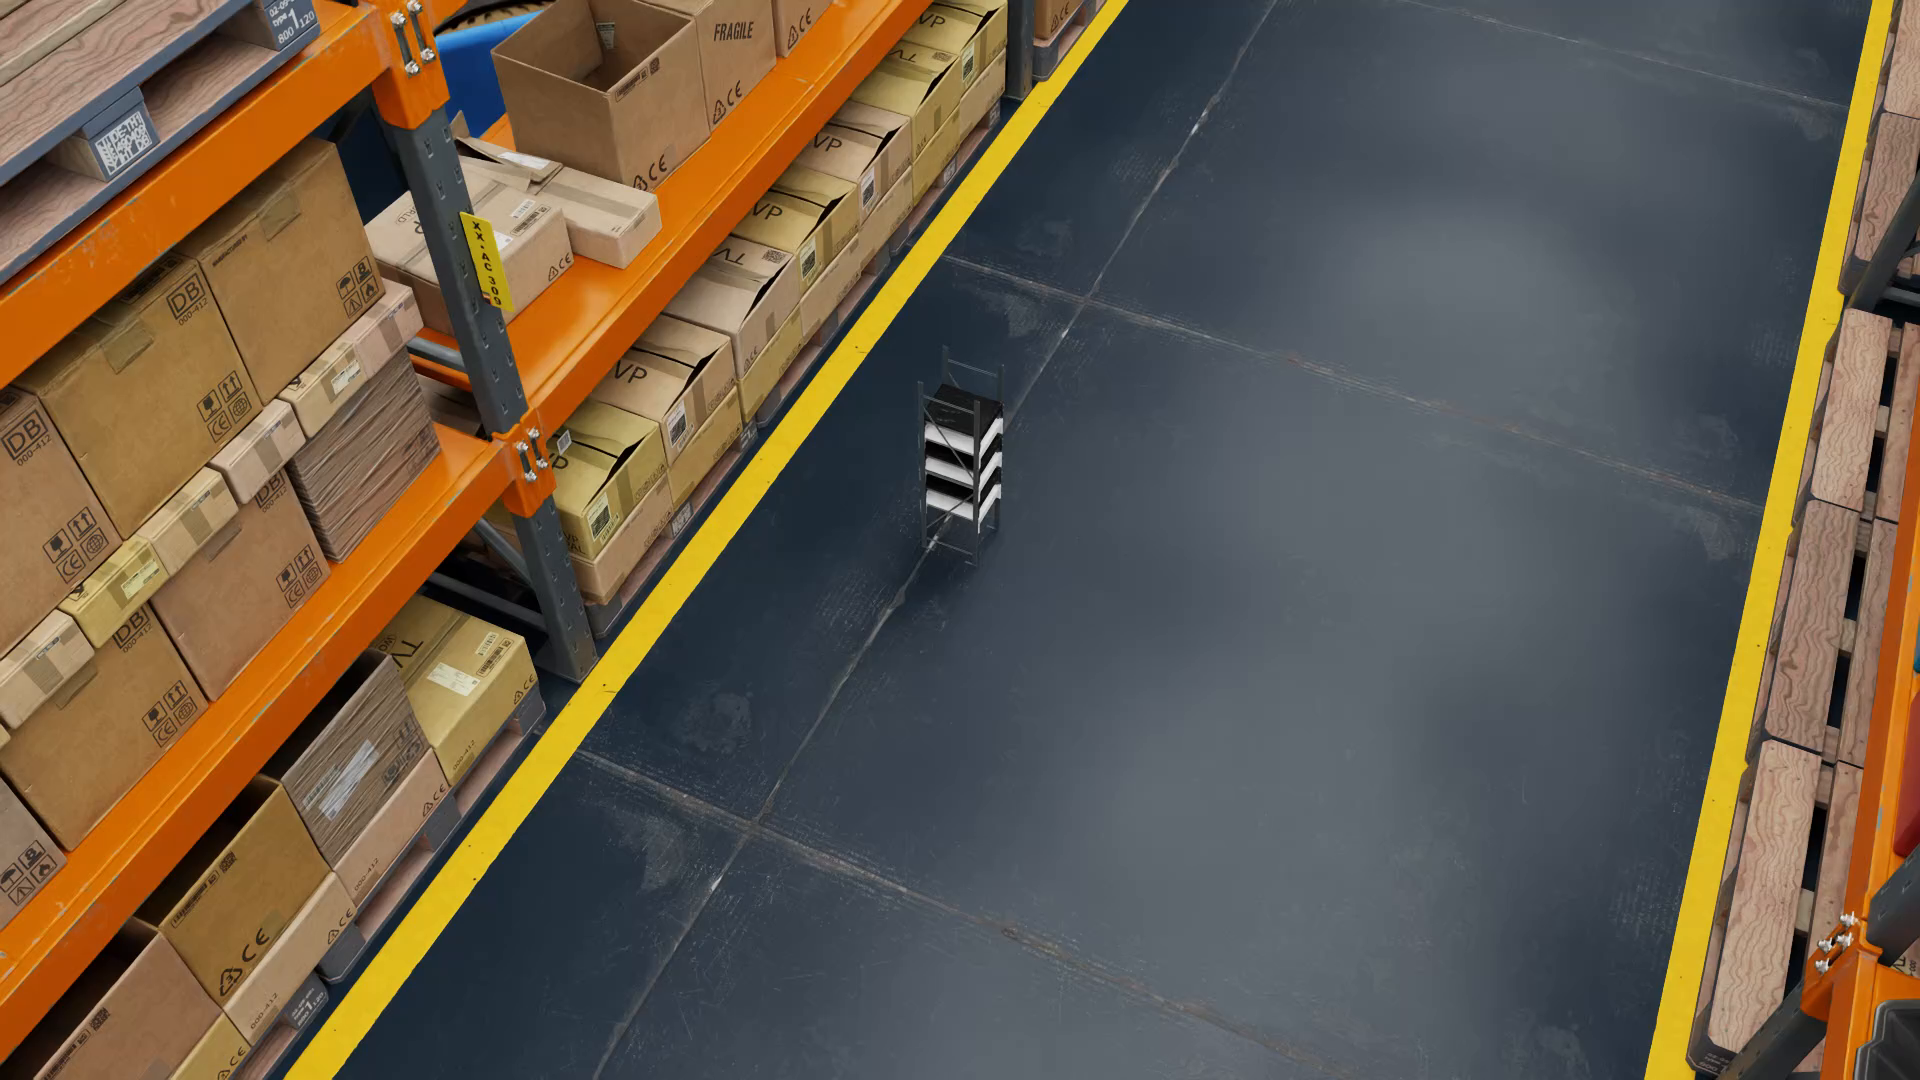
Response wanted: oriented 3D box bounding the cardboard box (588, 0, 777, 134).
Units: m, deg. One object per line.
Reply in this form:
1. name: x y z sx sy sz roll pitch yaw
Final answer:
1. cardboard box: -1.036 -1.908 6.153 0.500 0.500 0.500 20 52 16

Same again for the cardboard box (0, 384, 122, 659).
1. cardboard box: -2.431 -0.096 3.760 0.700 0.500 0.500 20 52 16

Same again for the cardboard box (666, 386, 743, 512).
1. cardboard box: -1.202 -0.438 6.498 0.500 0.250 0.500 21 53 17

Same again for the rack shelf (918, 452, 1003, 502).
1. rack shelf: 0.003 -0.276 6.253 0.258 0.077 0.200 20 52 16

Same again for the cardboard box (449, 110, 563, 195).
1. cardboard box: -1.608 -1.266 5.761 0.396 0.266 0.258 19 52 15

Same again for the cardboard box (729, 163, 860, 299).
1. cardboard box: -0.760 -1.334 6.892 0.500 0.311 0.500 21 53 17

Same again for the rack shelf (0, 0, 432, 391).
1. rack shelf: -2.672 -0.006 3.103 1.077 0.370 4.000 20 52 16

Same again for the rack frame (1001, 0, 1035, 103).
1. rack frame: -0.109 -3.399 7.487 1.000 3.000 0.127 20 52 16

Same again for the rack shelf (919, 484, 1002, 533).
1. rack shelf: 0.003 -0.159 6.390 0.258 0.077 0.200 20 52 16

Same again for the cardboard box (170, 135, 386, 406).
1. cardboard box: -2.002 -0.789 4.350 0.700 0.500 0.500 20 52 16

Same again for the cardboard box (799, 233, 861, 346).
1. cardboard box: -0.765 -1.145 7.100 0.500 0.250 0.500 21 53 17

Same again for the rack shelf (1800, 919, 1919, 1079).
1. rack shelf: 1.805 2.580 2.872 1.077 0.370 4.000 20 52 16

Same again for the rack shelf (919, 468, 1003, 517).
1. rack shelf: 0.003 -0.217 6.321 0.258 0.077 0.200 20 52 16

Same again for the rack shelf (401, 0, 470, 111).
1. rack shelf: -0.963 -2.760 5.447 1.077 0.370 4.000 20 52 16

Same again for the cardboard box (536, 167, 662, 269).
1. cardboard box: -1.254 -1.106 5.702 0.380 0.149 0.250 20 52 16

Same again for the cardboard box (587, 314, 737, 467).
1. cardboard box: -1.197 -0.618 6.282 0.500 0.311 0.500 19 52 16

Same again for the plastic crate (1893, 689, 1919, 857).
1. plastic crate: 2.590 0.516 4.114 0.402 0.464 0.583 20 52 16

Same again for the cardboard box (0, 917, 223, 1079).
1. cardboard box: -2.453 1.293 4.532 0.500 0.500 0.500 20 52 16

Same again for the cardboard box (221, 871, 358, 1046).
1. cardboard box: -2.241 1.191 5.112 0.500 0.250 0.500 20 52 16

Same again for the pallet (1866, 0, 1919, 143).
1. pallet: 5.190 -2.274 8.362 1.003 0.211 1.213 20 52 16

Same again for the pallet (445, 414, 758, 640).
1. pallet: -1.538 -0.261 6.648 1.003 0.211 1.213 20 52 16

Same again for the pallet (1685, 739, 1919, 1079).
1. pallet: 2.960 1.320 5.303 1.003 0.211 1.213 20 52 16

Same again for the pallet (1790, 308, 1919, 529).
1. pallet: 4.002 -0.360 6.733 1.003 0.211 1.213 20 52 16

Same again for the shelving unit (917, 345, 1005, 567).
1. shelving unit: 0.003 -0.297 6.227 0.258 0.900 0.210 20 52 16

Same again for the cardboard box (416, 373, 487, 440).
1. cardboard box: -1.904 -0.443 6.134 0.500 0.311 0.500 20 52 16

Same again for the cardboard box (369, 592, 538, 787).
1. cardboard box: -1.818 0.501 5.699 0.500 0.250 0.500 20 52 16

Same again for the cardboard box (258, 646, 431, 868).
1. cardboard box: -2.042 0.599 5.123 0.500 0.500 0.500 20 52 16

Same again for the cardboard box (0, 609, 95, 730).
1. cardboard box: -2.284 0.244 3.896 0.380 0.149 0.250 21 53 17

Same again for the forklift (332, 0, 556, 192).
1. forklift: -2.565 -3.440 7.568 1.130 2.935 3.031 -20 53 -16

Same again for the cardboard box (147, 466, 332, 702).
1. cardboard box: -2.221 -0.004 4.533 0.700 0.500 0.500 19 52 16

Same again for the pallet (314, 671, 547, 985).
1. pallet: -2.195 0.793 5.751 1.003 0.211 1.213 20 52 16

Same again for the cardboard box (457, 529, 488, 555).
1. cardboard box: -1.903 -0.269 6.354 0.500 0.250 0.500 19 52 16

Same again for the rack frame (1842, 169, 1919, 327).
1. rack frame: 4.368 -1.784 6.114 1.000 3.000 0.127 20 52 16

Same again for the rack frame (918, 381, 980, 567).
1. rack frame: -0.040 -0.227 6.168 0.240 0.900 0.006 20 52 16

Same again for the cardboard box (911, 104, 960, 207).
1. cardboard box: -0.330 -1.846 7.696 0.500 0.250 0.500 19 52 16

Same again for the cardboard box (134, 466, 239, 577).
1. cardboard box: -2.068 -0.098 4.187 0.380 0.149 0.250 20 52 16

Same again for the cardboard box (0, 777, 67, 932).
1. cardboard box: -2.657 0.694 3.940 0.700 0.500 0.500 21 53 17

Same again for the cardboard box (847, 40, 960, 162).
1. cardboard box: -0.326 -2.025 7.480 0.500 0.311 0.500 19 52 16

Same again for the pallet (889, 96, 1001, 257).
1. pallet: -0.496 -1.941 8.078 1.003 0.211 1.213 20 52 16

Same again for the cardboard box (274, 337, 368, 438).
1. cardboard box: -1.848 -0.460 4.496 0.380 0.149 0.250 19 52 15

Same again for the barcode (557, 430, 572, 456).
1. barcode: -1.332 -0.328 5.597 0.001 0.075 0.075 20 52 16
